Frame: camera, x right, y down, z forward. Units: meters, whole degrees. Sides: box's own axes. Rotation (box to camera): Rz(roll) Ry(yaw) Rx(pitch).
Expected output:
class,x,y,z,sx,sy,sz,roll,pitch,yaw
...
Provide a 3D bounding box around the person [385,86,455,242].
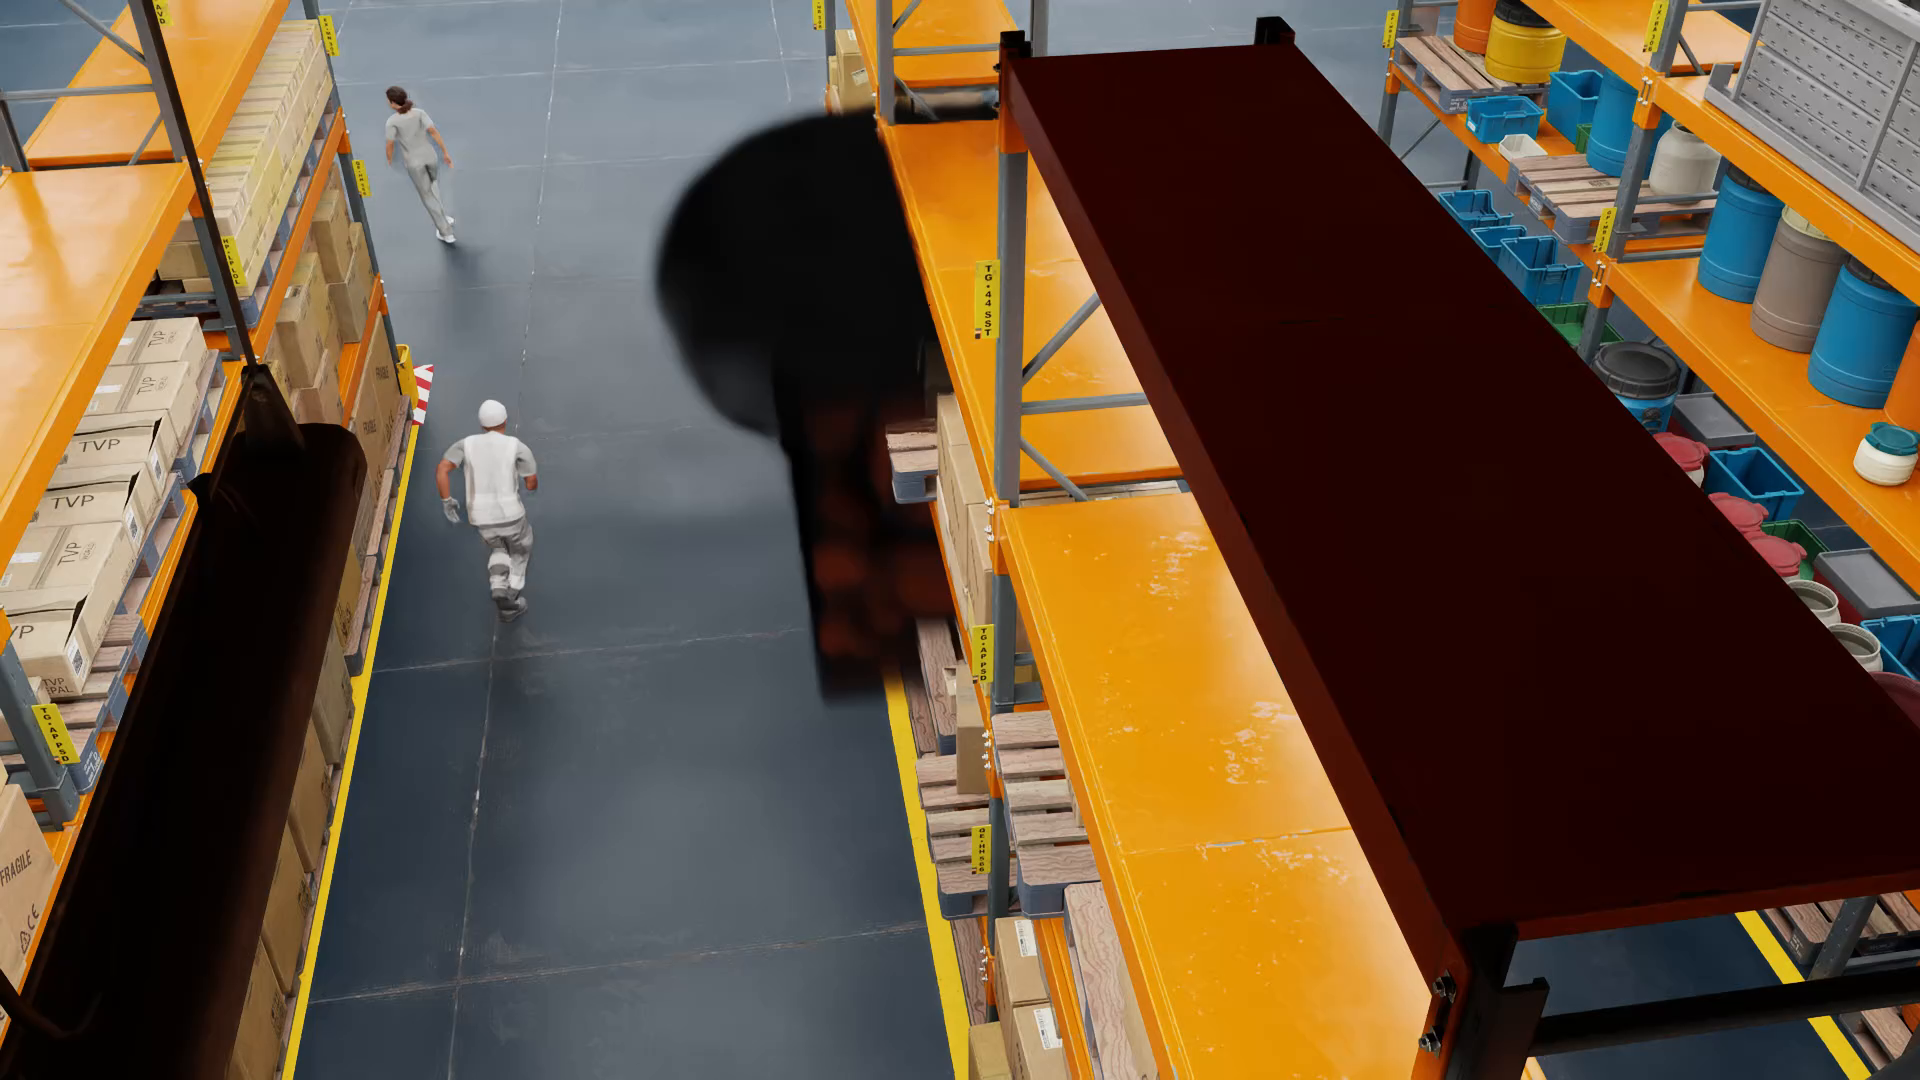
class,x,y,z,sx,sy,sz,roll,pitch,yaw
person,-5.672,-3.943,17.436,0.559,1.618,0.687,-26,44,-31

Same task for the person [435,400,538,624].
class,x,y,z,sx,sy,sz,roll,pitch,yaw
person,-3.424,-0.190,12.222,0.693,1.599,0.850,-2,36,-2
